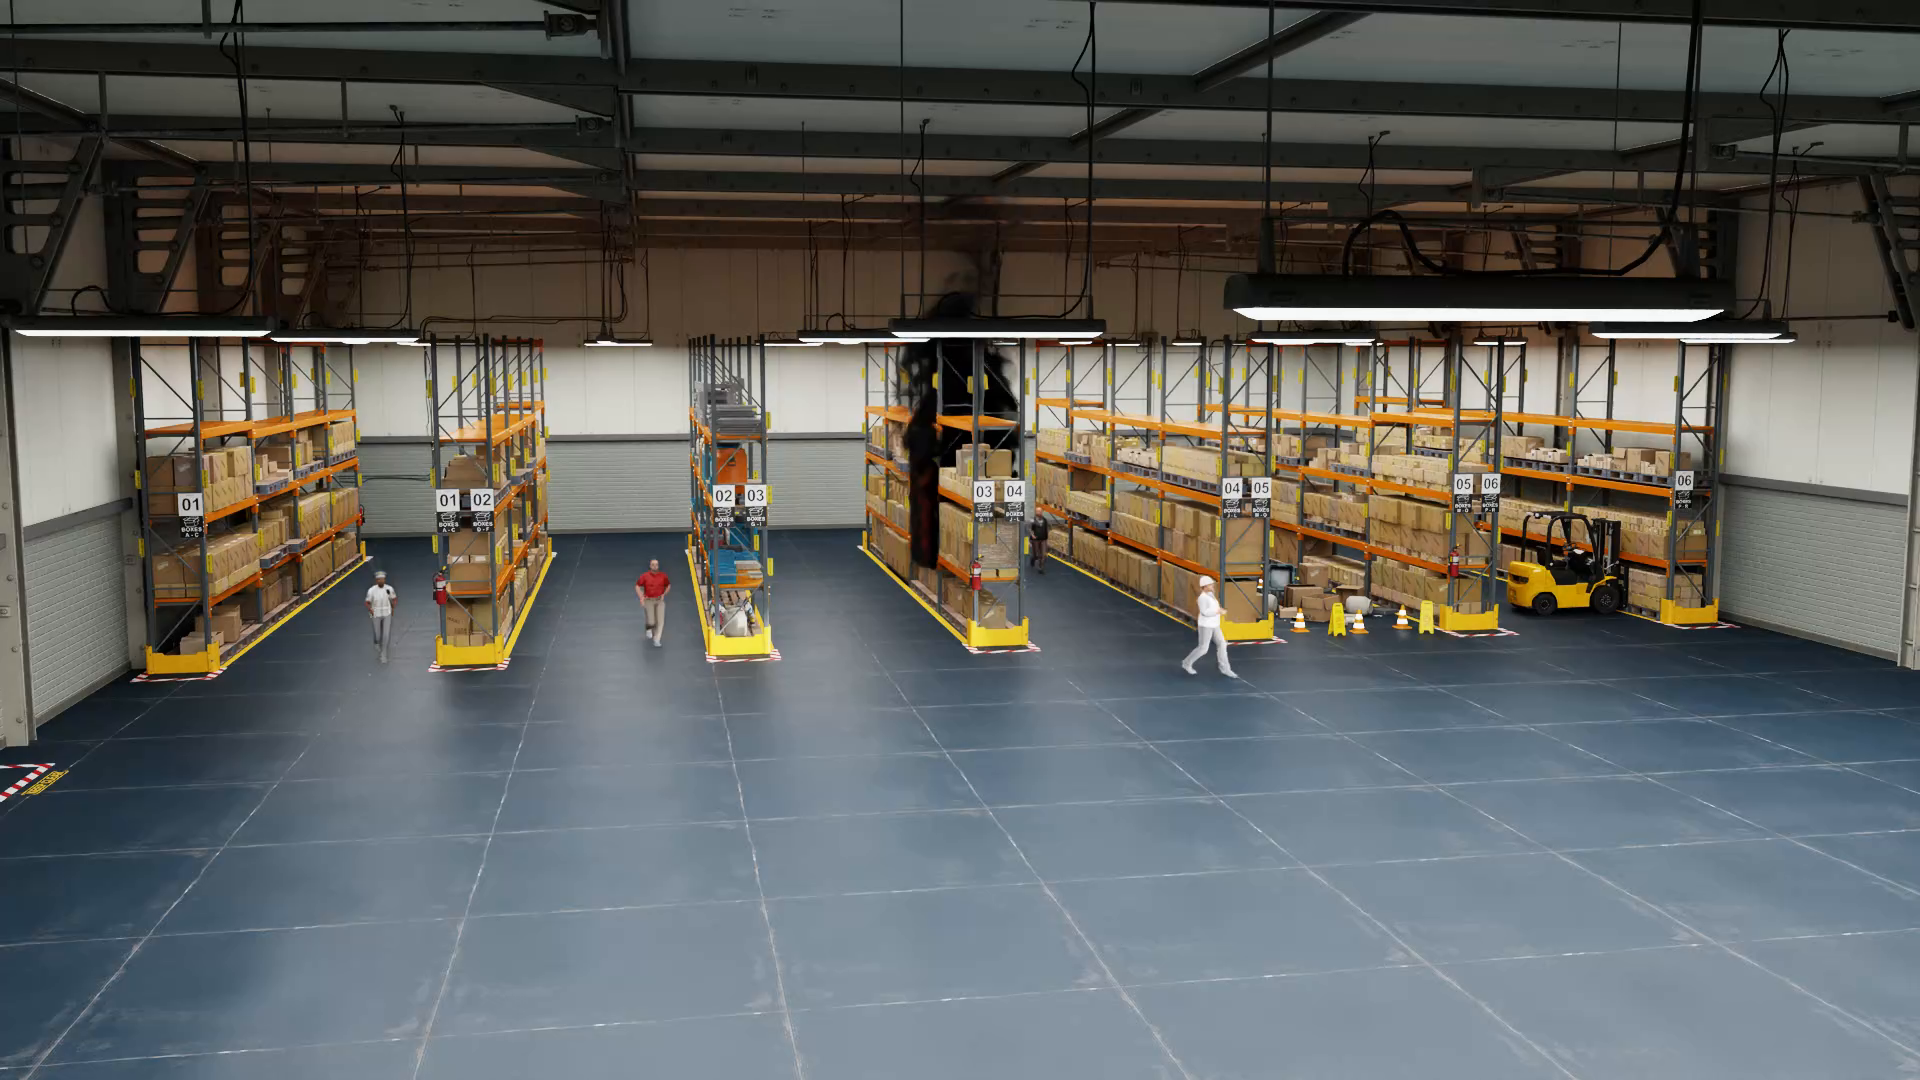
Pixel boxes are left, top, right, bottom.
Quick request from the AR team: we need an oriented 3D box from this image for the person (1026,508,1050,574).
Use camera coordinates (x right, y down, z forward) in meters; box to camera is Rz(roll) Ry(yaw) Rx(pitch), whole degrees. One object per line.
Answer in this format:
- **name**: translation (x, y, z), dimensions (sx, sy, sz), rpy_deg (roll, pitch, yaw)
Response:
- **person**: translation (2.029, 0.010, 42.610), dimensions (0.659, 1.690, 0.765), rpy_deg (-2, 7, -14)

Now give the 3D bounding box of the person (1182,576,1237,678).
- **person**: translation (4.374, 1.511, 29.078), dimensions (0.962, 1.774, 0.662), rpy_deg (4, 7, 29)

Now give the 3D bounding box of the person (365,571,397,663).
- **person**: translation (-10.679, 1.400, 30.727), dimensions (0.575, 1.686, 0.715), rpy_deg (-3, 7, -24)

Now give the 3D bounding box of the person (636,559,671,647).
- **person**: translation (-5.909, 1.208, 32.159), dimensions (0.679, 1.677, 0.597), rpy_deg (-3, 7, -22)
